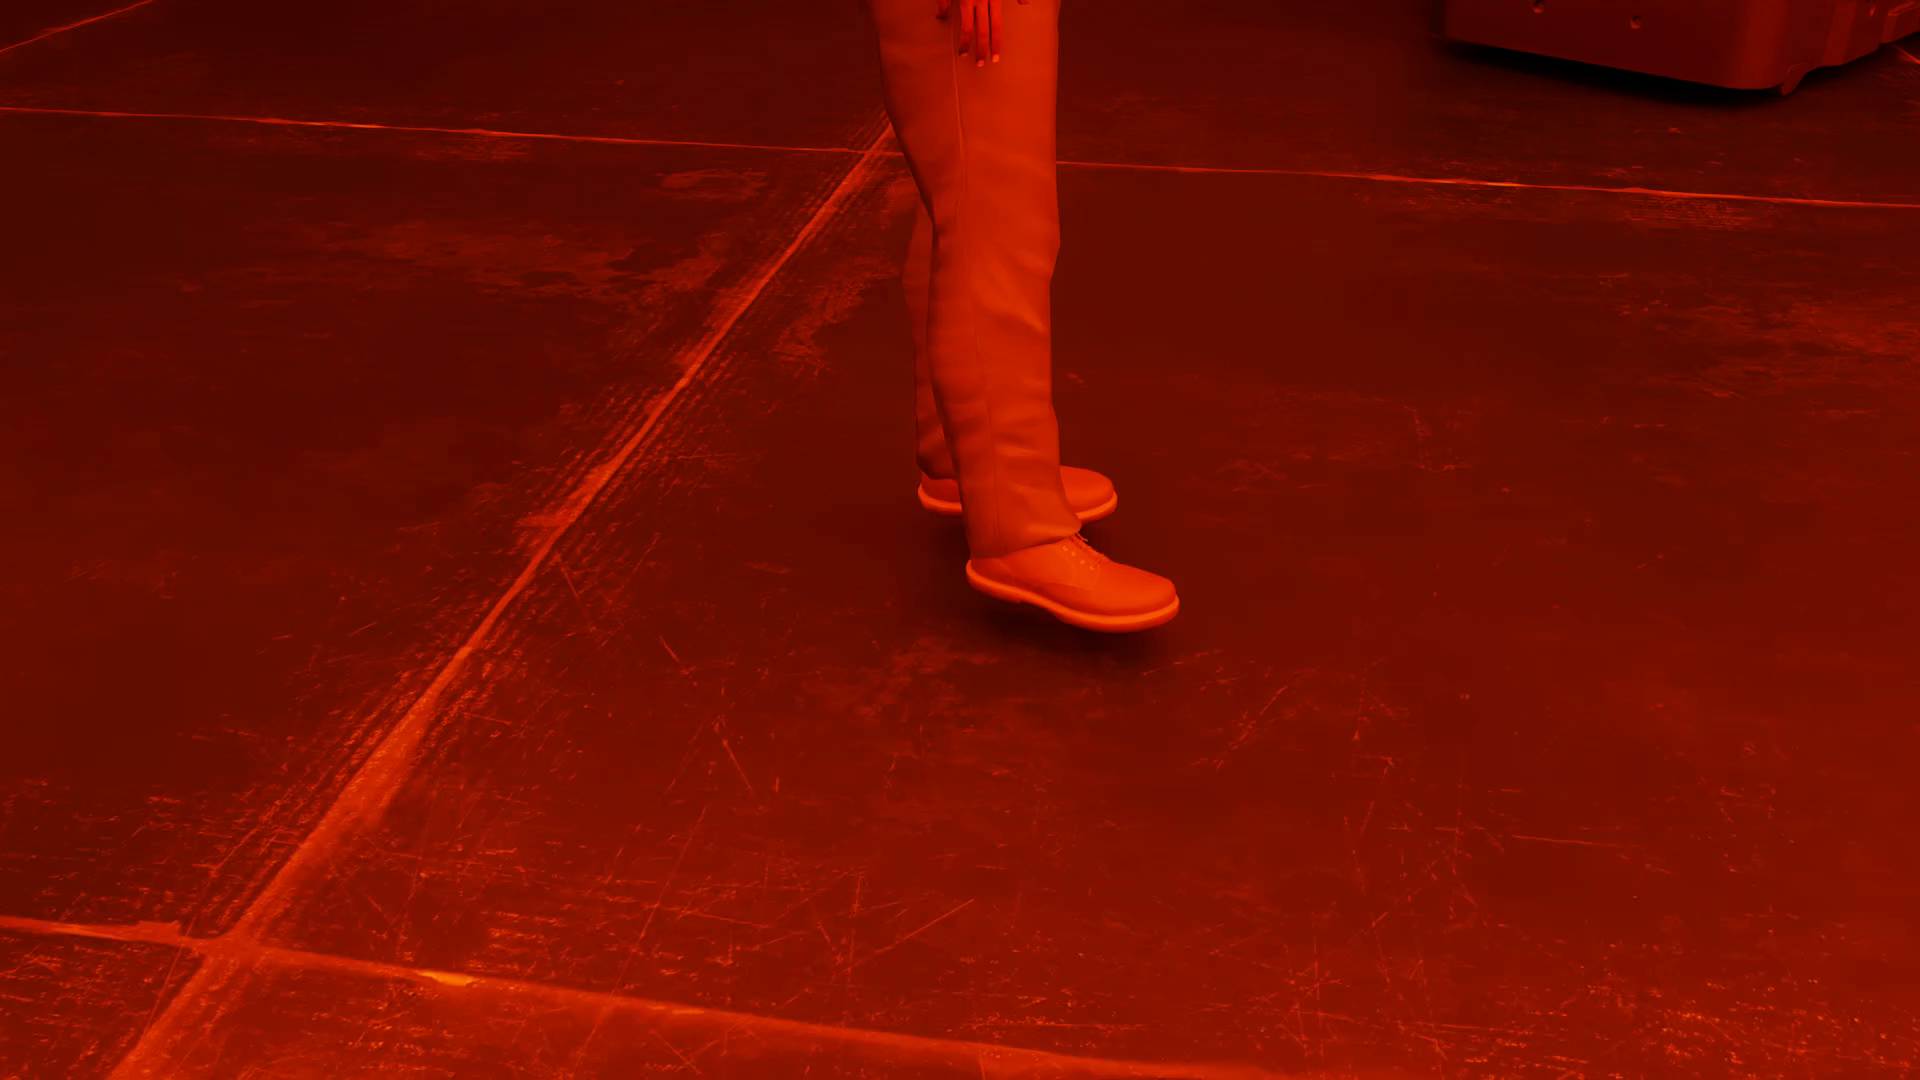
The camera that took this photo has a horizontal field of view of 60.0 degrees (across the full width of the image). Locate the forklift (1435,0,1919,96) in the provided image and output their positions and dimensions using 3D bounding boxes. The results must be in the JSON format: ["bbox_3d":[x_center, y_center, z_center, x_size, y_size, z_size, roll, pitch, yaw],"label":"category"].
[{"bbox_3d":[2.892,-3.139,5.140,3.031,2.935,1.130,-26,38,-38],"label":"forklift"}]

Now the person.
[{"bbox_3d":[0.082,-0.748,2.045,0.504,1.654,0.569,5,29,9],"label":"person"}]
